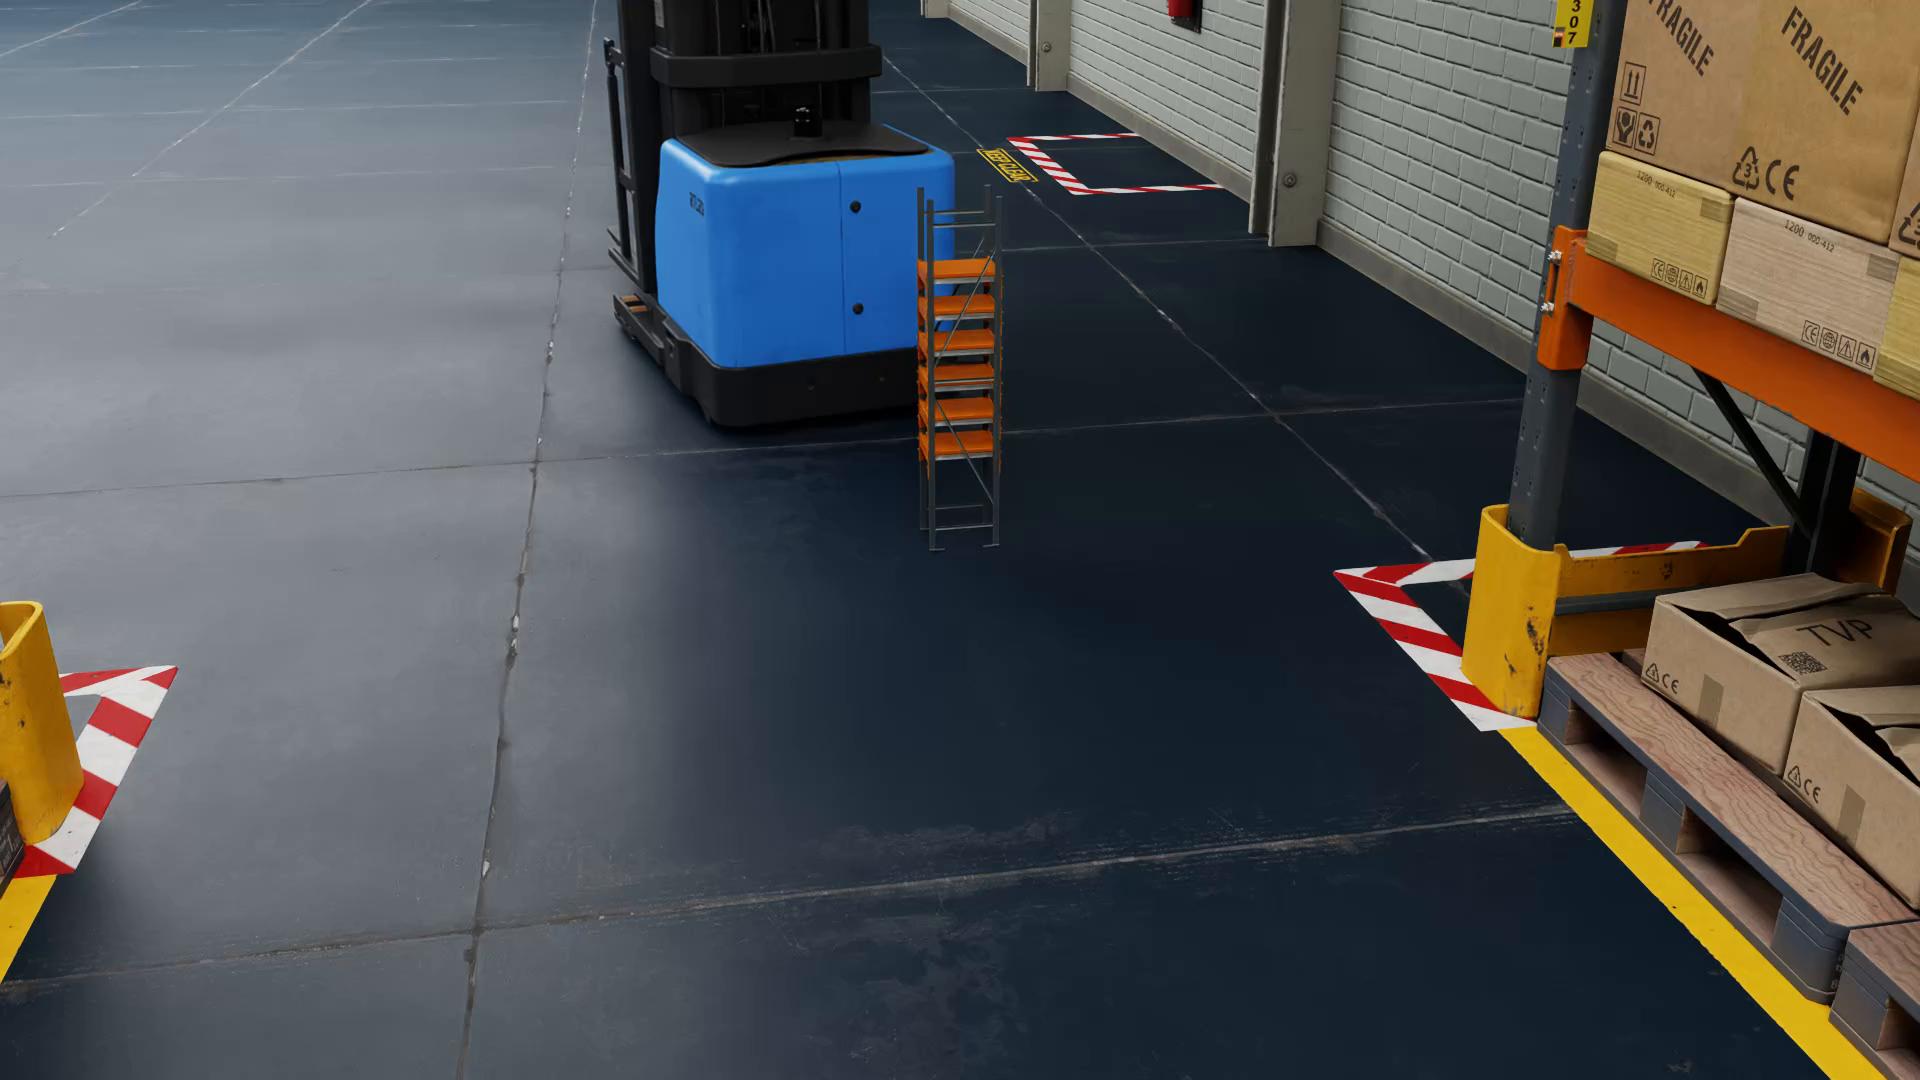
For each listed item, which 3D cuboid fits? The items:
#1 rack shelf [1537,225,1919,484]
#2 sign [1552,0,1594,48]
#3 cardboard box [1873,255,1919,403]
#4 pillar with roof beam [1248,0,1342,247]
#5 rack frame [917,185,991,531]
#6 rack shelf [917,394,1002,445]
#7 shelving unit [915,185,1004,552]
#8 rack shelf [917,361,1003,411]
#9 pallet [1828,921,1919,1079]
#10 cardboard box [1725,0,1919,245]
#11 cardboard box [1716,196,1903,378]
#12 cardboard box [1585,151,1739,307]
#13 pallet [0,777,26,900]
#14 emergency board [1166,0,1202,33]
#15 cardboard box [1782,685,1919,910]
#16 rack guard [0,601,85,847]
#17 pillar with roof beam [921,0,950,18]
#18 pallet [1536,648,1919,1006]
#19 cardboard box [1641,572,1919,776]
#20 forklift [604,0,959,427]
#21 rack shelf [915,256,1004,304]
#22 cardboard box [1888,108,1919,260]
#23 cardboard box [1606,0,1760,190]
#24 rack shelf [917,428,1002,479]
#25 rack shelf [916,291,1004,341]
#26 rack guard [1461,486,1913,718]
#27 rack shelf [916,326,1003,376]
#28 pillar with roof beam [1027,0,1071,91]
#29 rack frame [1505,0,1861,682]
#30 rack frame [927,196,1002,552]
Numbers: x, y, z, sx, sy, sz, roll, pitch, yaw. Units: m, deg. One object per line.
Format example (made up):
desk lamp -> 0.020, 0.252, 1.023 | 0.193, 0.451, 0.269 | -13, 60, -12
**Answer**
rack shelf -> 2.420, 0.100, 2.672 | 1.077, 0.370, 4.000 | -4, 24, -10
sign -> 1.517, -1.373, 4.064 | 0.100, 0.325, 0.005 | -4, 24, -10
cardboard box -> 2.026, -0.337, 2.937 | 0.500, 0.250, 0.500 | -5, 24, -11
pillar with roof beam -> -2.311, -5.596, 7.319 | 9.100, 9.000, 0.400 | -4, 24, -10
rack frame -> -0.020, -0.592, 5.605 | 0.240, 1.200, 0.006 | -4, 24, -10
rack shelf -> -0.003, -0.405, 5.589 | 0.258, 0.103, 0.180 | -4, 24, -10
shelving unit -> -0.003, -0.556, 5.523 | 0.258, 1.200, 0.189 | -4, 24, -10
rack shelf -> -0.003, -0.515, 5.541 | 0.258, 0.103, 0.180 | -4, 24, -10
pallet -> 2.401, 1.093, 2.985 | 1.003, 0.211, 1.213 | -4, 24, -10
cardboard box -> 1.924, -0.895, 3.277 | 0.500, 0.500, 0.500 | -4, 24, -10
cardboard box -> 1.938, -0.538, 3.397 | 0.500, 0.250, 0.500 | -5, 24, -11
cardboard box -> 1.828, -0.741, 3.862 | 0.500, 0.250, 0.500 | -5, 24, -11
pallet -> -2.635, 0.927, 3.363 | 1.003, 0.211, 1.213 | -4, 24, -10
emergency board -> 1.500, -4.140, 11.481 | 0.194, 1.169, 0.643 | -4, 24, -10
cardboard box -> 2.195, 0.517, 3.627 | 0.500, 0.311, 0.500 | -2, 24, -5
rack guard -> -2.822, 0.488, 4.008 | 1.175, 0.500, 0.348 | -4, 24, -10
pillar with roof beam -> -4.530, -10.316, 18.126 | 9.100, 9.000, 0.400 | -4, 24, -10
pallet -> 2.179, 0.614, 4.081 | 1.003, 0.211, 1.213 | -4, 24, -10
cardboard box -> 2.089, 0.293, 4.141 | 0.500, 0.311, 0.500 | -7, 25, -16
forklift -> -1.039, -2.353, 7.475 | 1.130, 2.935, 3.031 | -9, 25, -21
rack shelf -> -0.003, -0.845, 5.397 | 0.258, 0.103, 0.180 | -4, 24, -10
cardboard box -> 2.014, -0.692, 2.811 | 0.500, 0.500, 0.500 | -5, 24, -11
cardboard box -> 1.843, -1.090, 3.724 | 0.500, 0.500, 0.500 | -4, 24, -10
rack shelf -> -0.003, -0.295, 5.637 | 0.258, 0.103, 0.180 | -4, 24, -10
rack shelf -> -0.003, -0.735, 5.445 | 0.258, 0.103, 0.180 | -4, 24, -10
rack guard -> 2.064, 0.159, 4.761 | 1.175, 0.500, 0.348 | -4, 24, -10
rack shelf -> -0.003, -0.625, 5.493 | 0.258, 0.103, 0.180 | -4, 24, -10
pillar with roof beam -> -3.420, -7.956, 12.722 | 9.100, 9.000, 0.400 | -4, 24, -10
rack frame -> 2.050, -1.016, 4.329 | 1.000, 3.000, 0.127 | -4, 24, -10
rack frame -> 0.014, -0.520, 5.440 | 0.240, 1.200, 0.006 | -4, 24, -10
